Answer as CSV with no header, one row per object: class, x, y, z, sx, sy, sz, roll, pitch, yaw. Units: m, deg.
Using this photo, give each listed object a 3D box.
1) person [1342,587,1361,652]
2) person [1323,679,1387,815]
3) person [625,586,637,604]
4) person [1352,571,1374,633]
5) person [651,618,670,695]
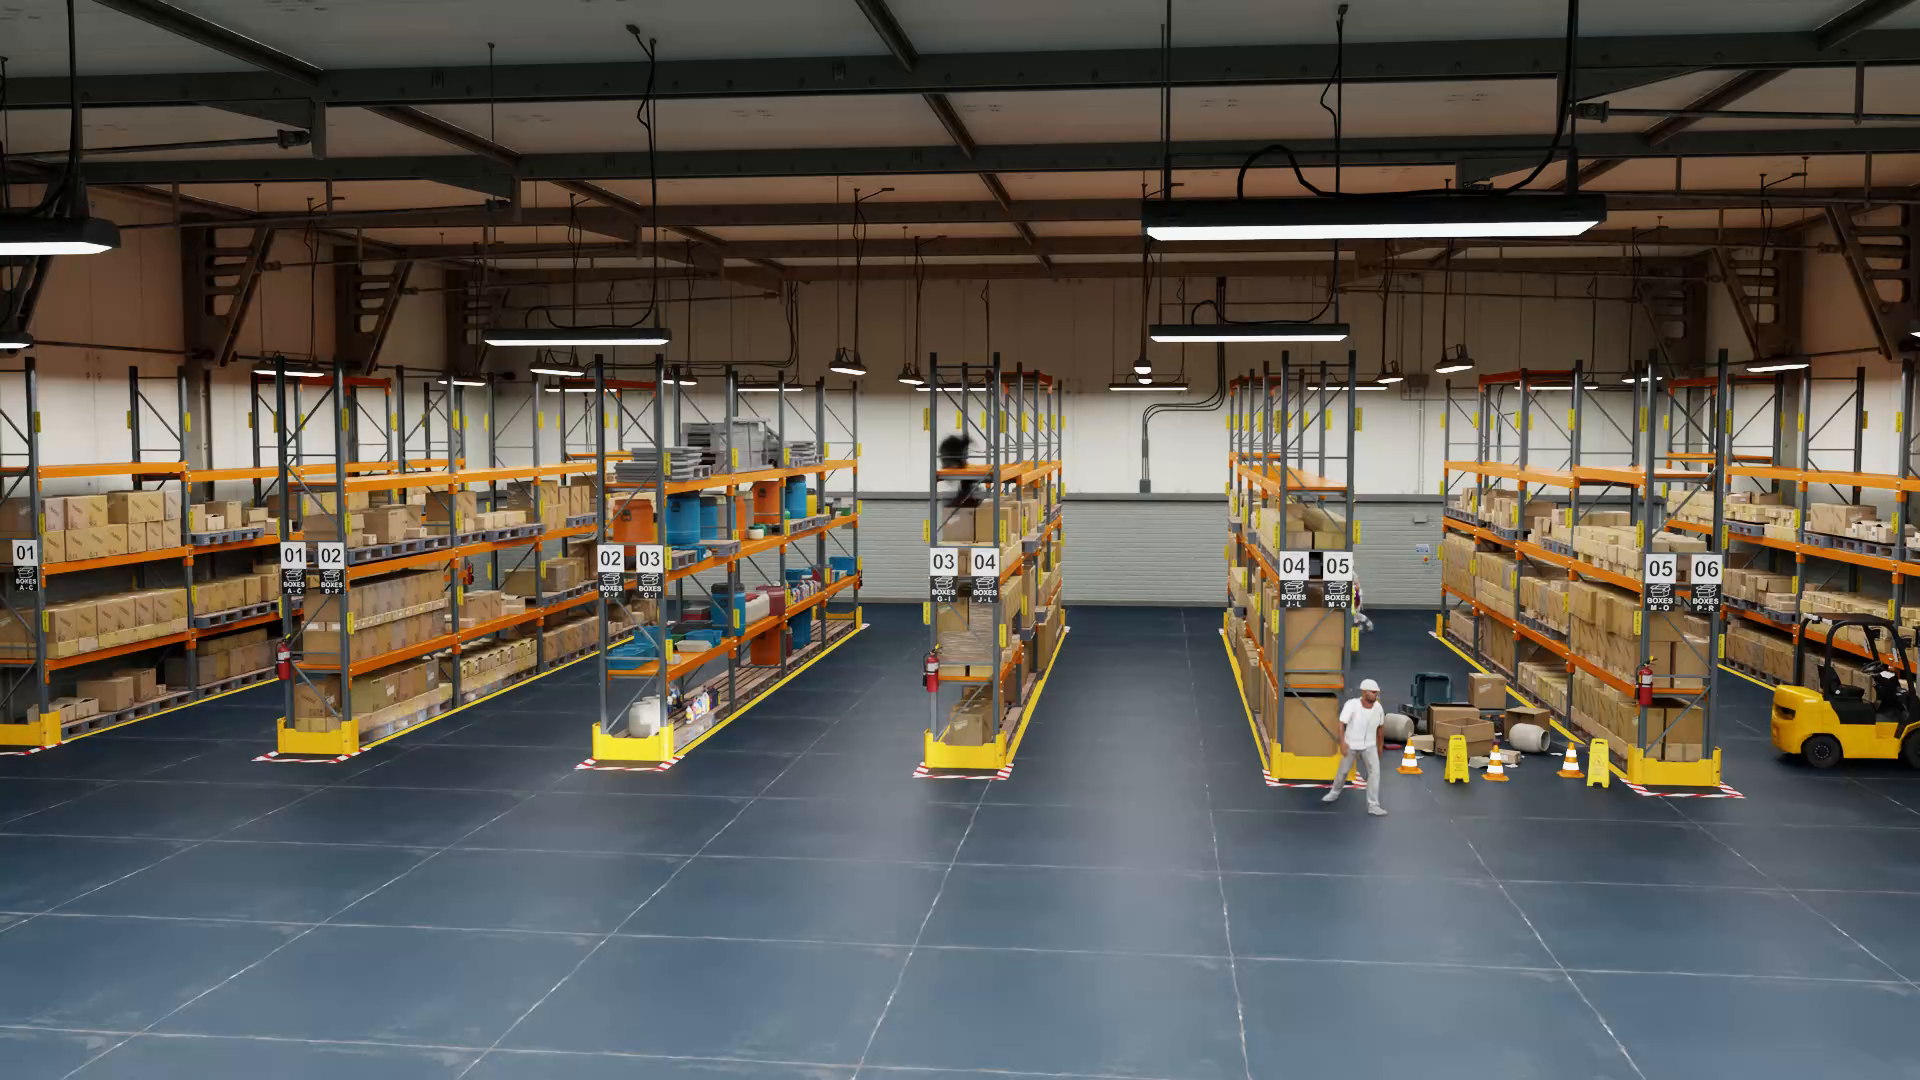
person,8.373,1.607,35.939,0.694,1.703,0.676,-1,4,-14
person,5.132,2.630,21.413,0.706,1.709,0.990,-1,4,-13
person,-8.373,1.151,42.260,0.881,1.812,0.697,0,4,1
person,9.442,1.356,39.521,0.781,1.709,0.650,0,4,4
person,-5.387,2.133,30.084,0.564,1.547,0.901,0,4,4
